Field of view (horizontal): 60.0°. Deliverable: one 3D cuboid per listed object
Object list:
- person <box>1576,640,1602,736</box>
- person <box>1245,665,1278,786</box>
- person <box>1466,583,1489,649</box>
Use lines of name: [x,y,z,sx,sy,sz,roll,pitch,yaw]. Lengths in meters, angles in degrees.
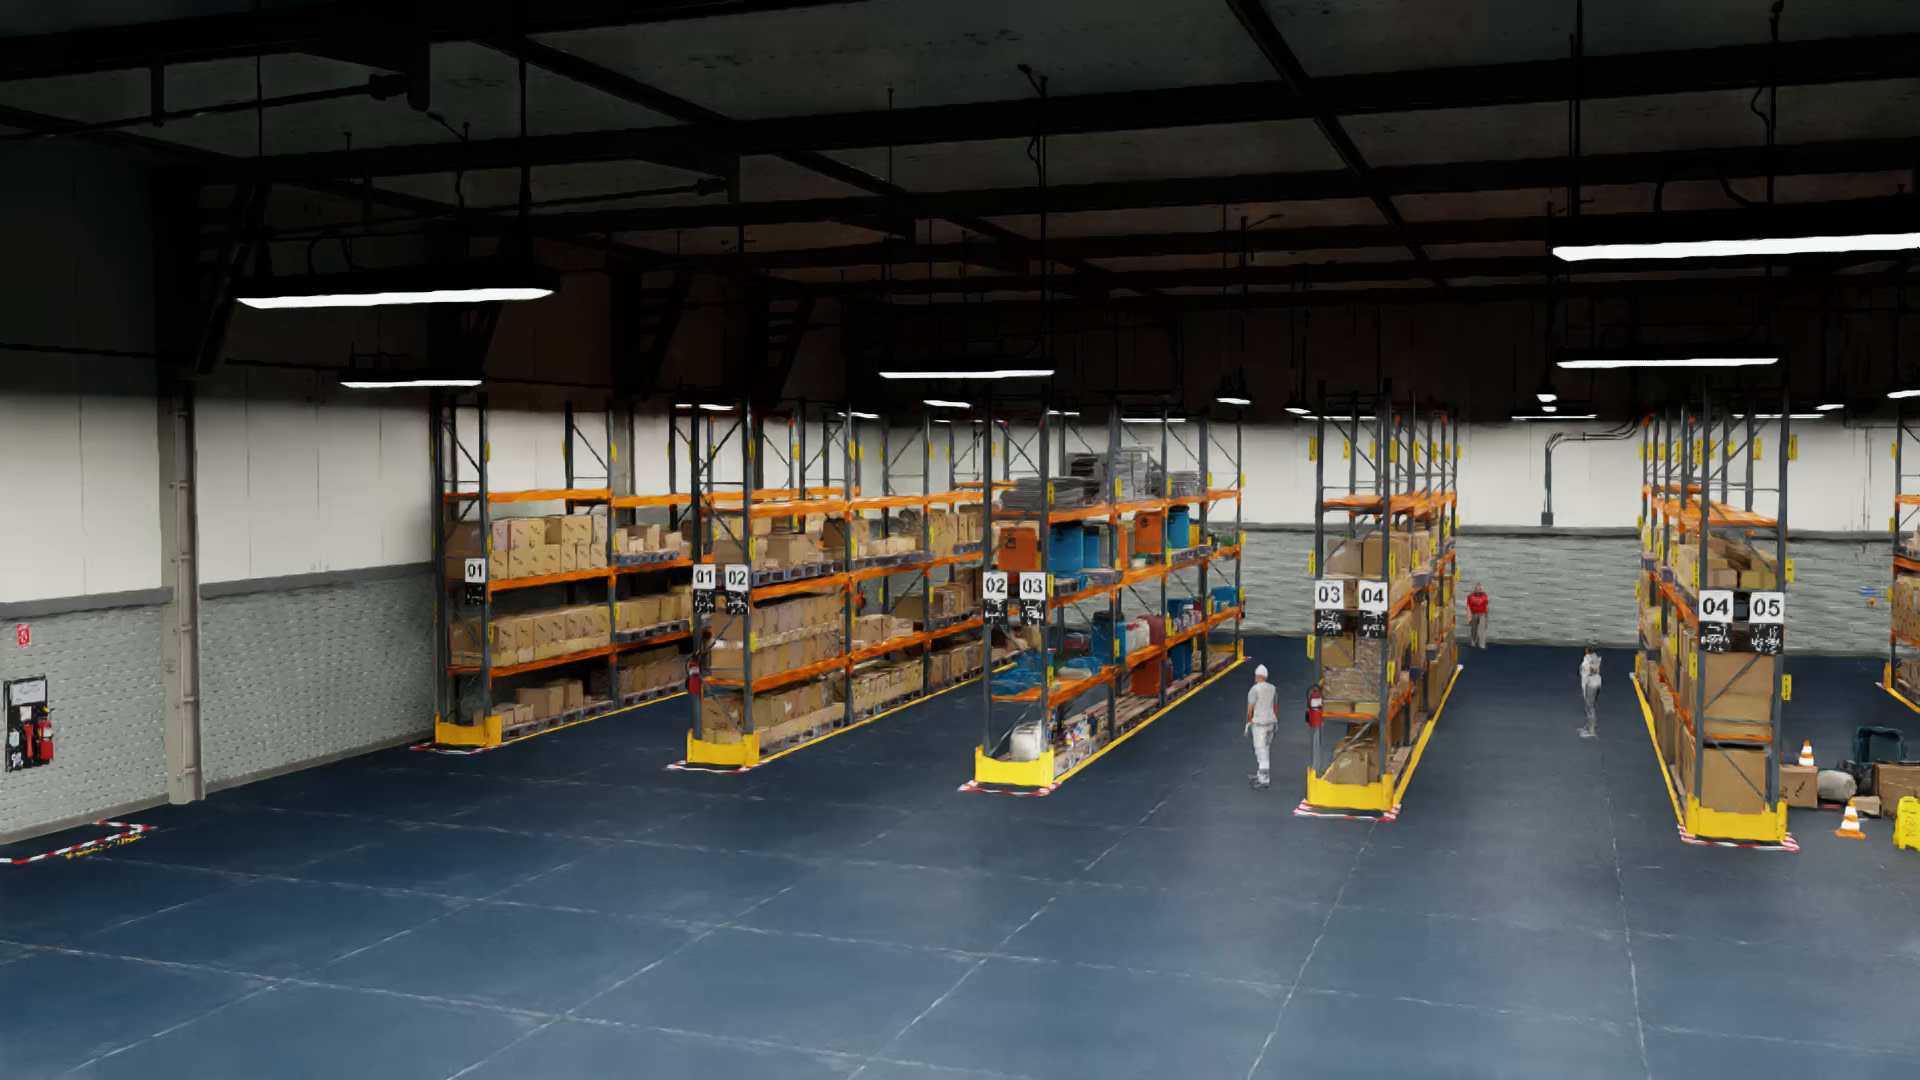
person: [11.042,2.596,29.245,0.518,1.677,0.462,-3,4,-40]
person: [4.509,2.762,24.992,0.655,1.785,0.569,-3,4,-41]
person: [13.094,1.916,42.093,0.547,1.641,1.115,1,3,18]
